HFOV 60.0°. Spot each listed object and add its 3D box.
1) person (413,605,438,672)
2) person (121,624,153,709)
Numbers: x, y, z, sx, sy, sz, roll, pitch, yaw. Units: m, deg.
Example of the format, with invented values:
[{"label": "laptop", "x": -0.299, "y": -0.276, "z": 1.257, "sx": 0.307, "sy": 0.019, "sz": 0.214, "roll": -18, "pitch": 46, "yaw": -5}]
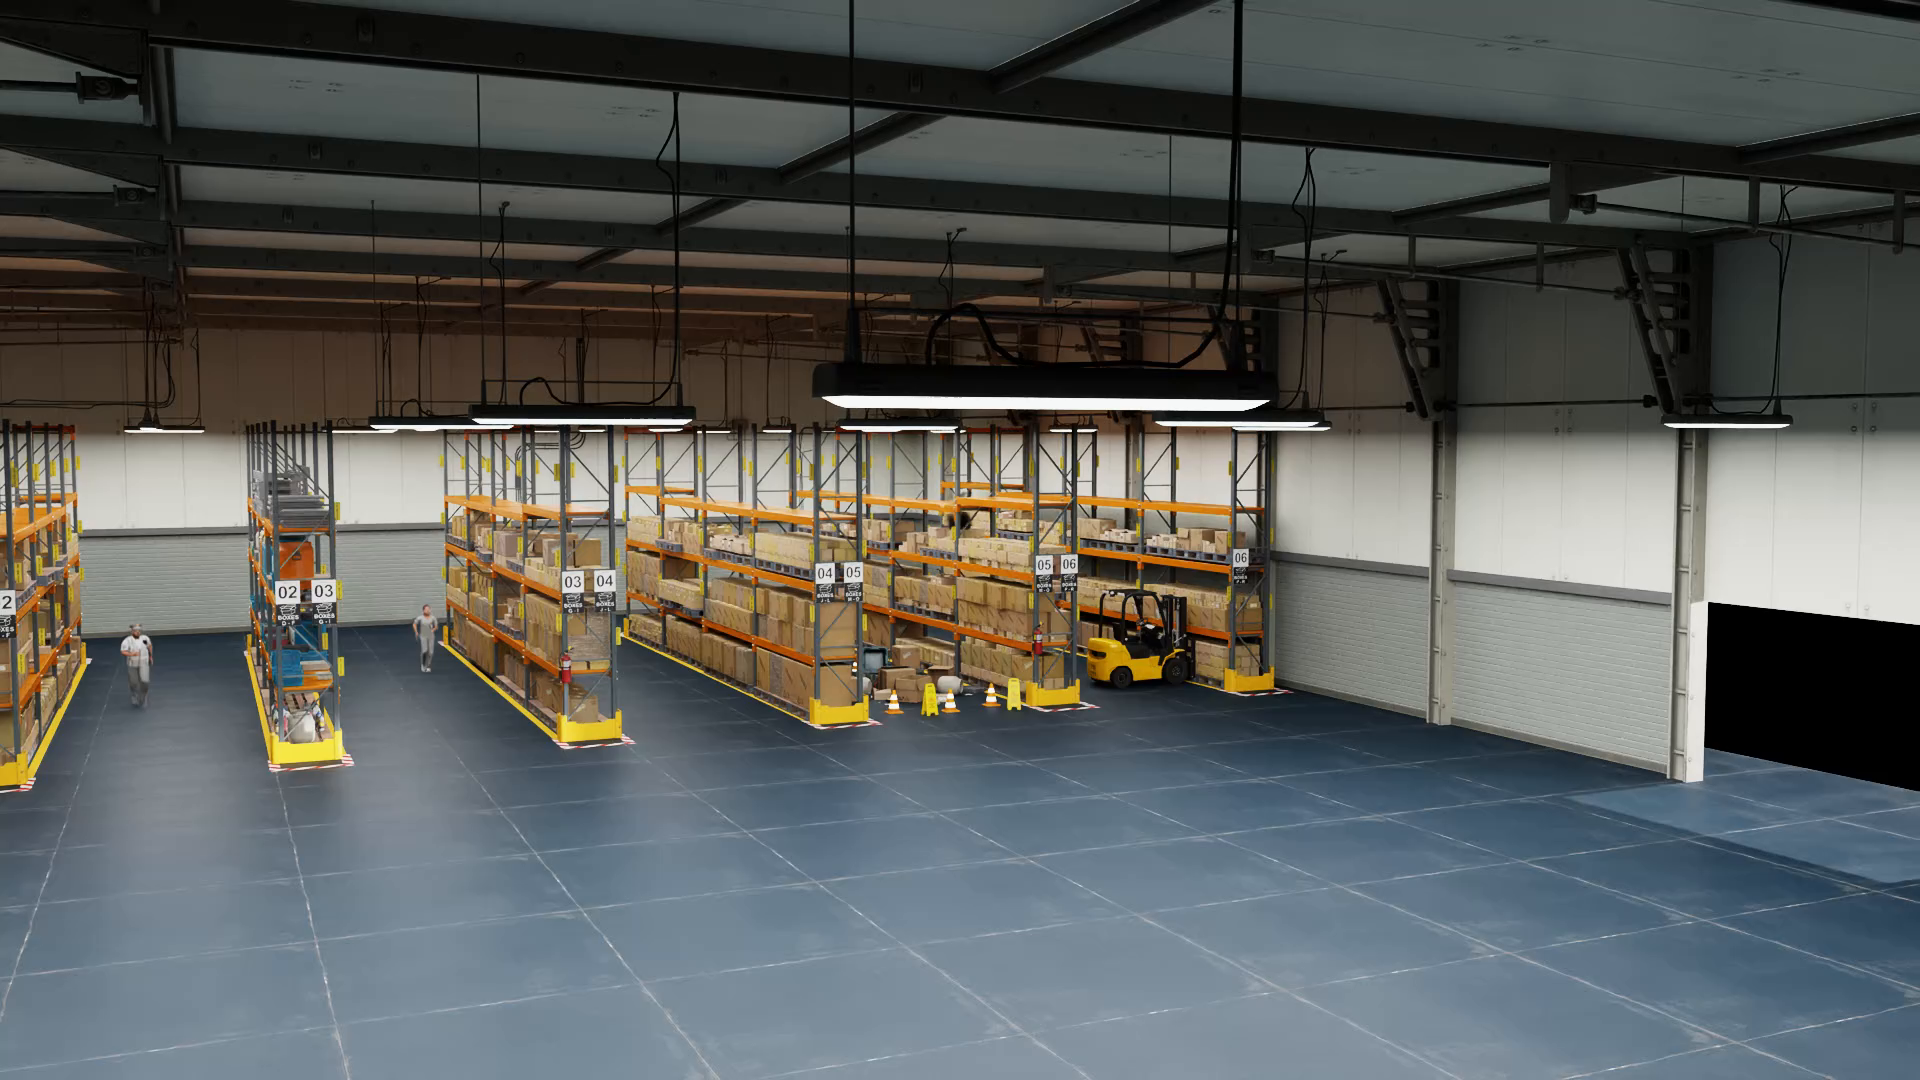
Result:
[{"label": "person", "x": -12.869, "y": 2.379, "z": 40.127, "sx": 0.560, "sy": 1.631, "sz": 0.621, "roll": -2, "pitch": 4, "yaw": -26}, {"label": "person", "x": -17.315, "y": 2.662, "z": 35.004, "sx": 0.610, "sy": 1.837, "sz": 0.856, "roll": -2, "pitch": 4, "yaw": -30}]
